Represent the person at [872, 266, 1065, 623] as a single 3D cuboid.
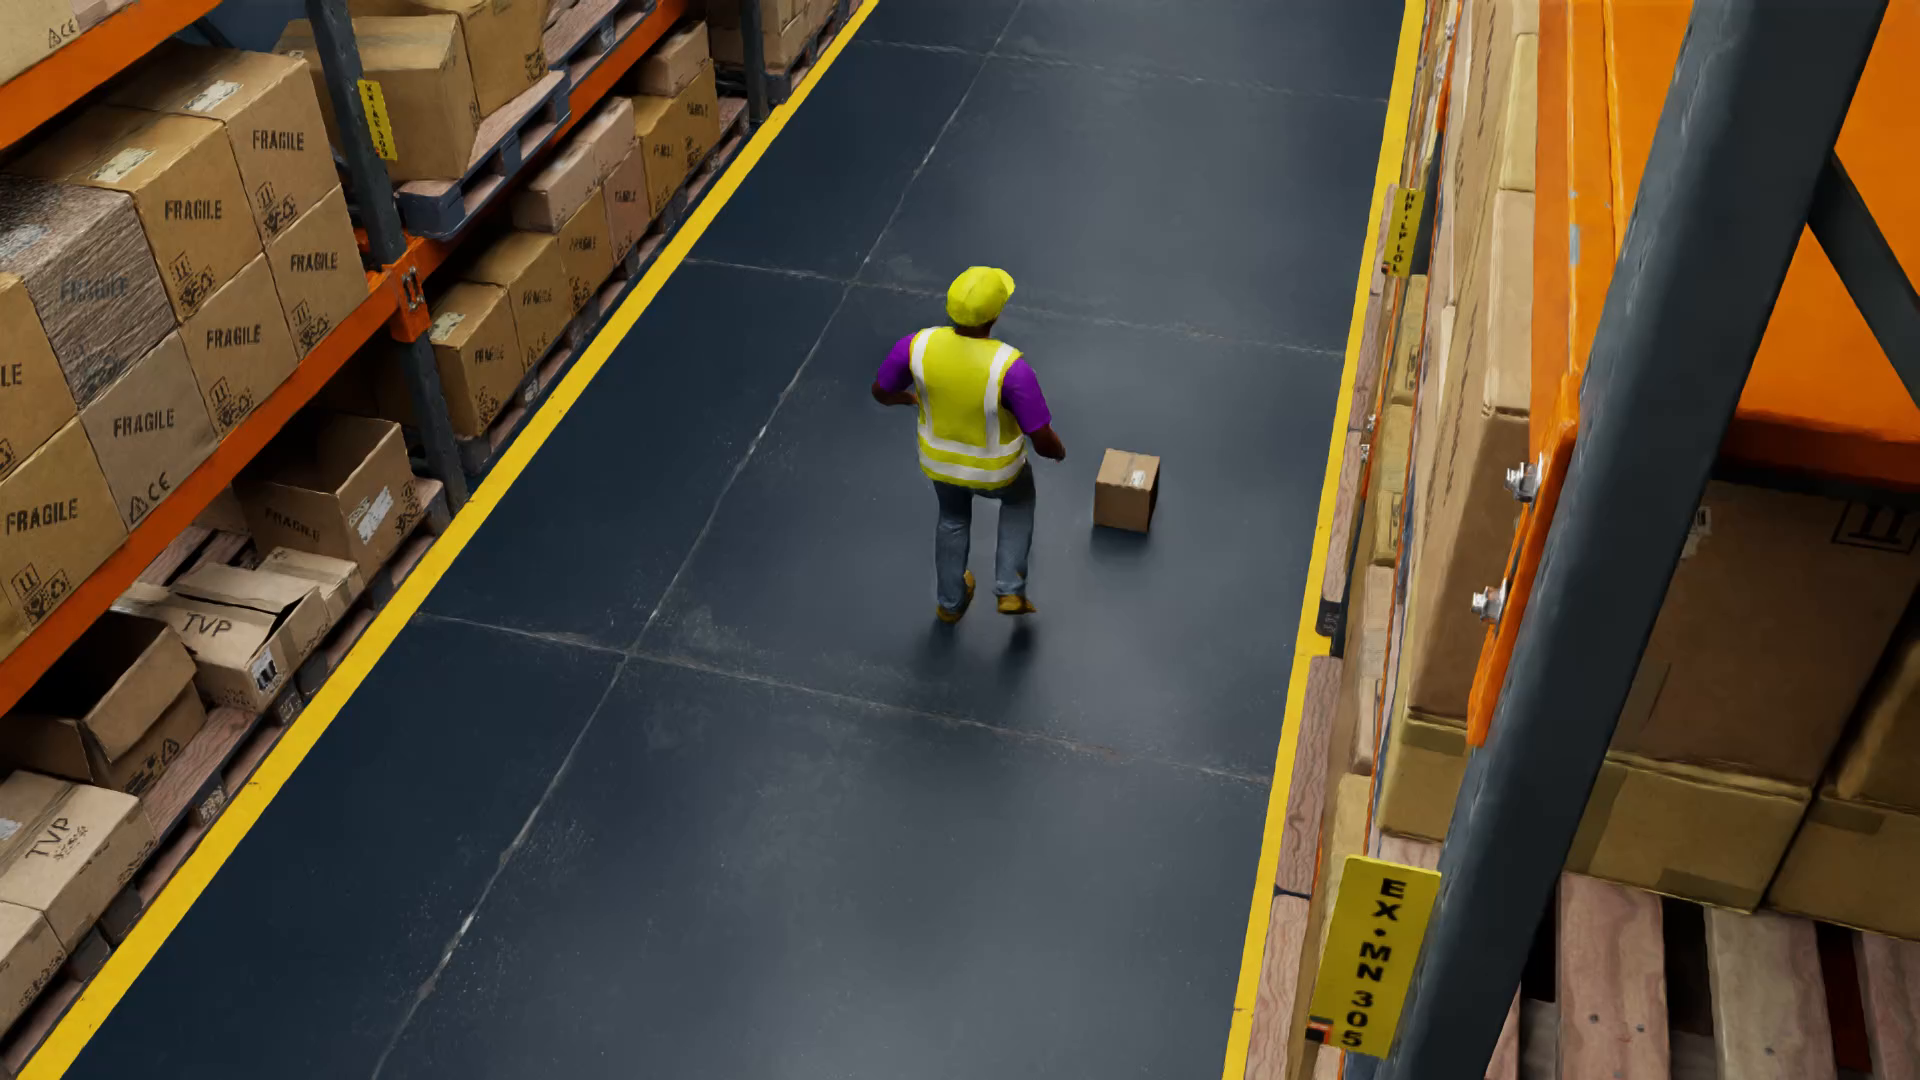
[{"bbox_3d":[0.052,-0.362,6.584,0.766,1.737,0.518,11,42,12],"label":"person"}]
